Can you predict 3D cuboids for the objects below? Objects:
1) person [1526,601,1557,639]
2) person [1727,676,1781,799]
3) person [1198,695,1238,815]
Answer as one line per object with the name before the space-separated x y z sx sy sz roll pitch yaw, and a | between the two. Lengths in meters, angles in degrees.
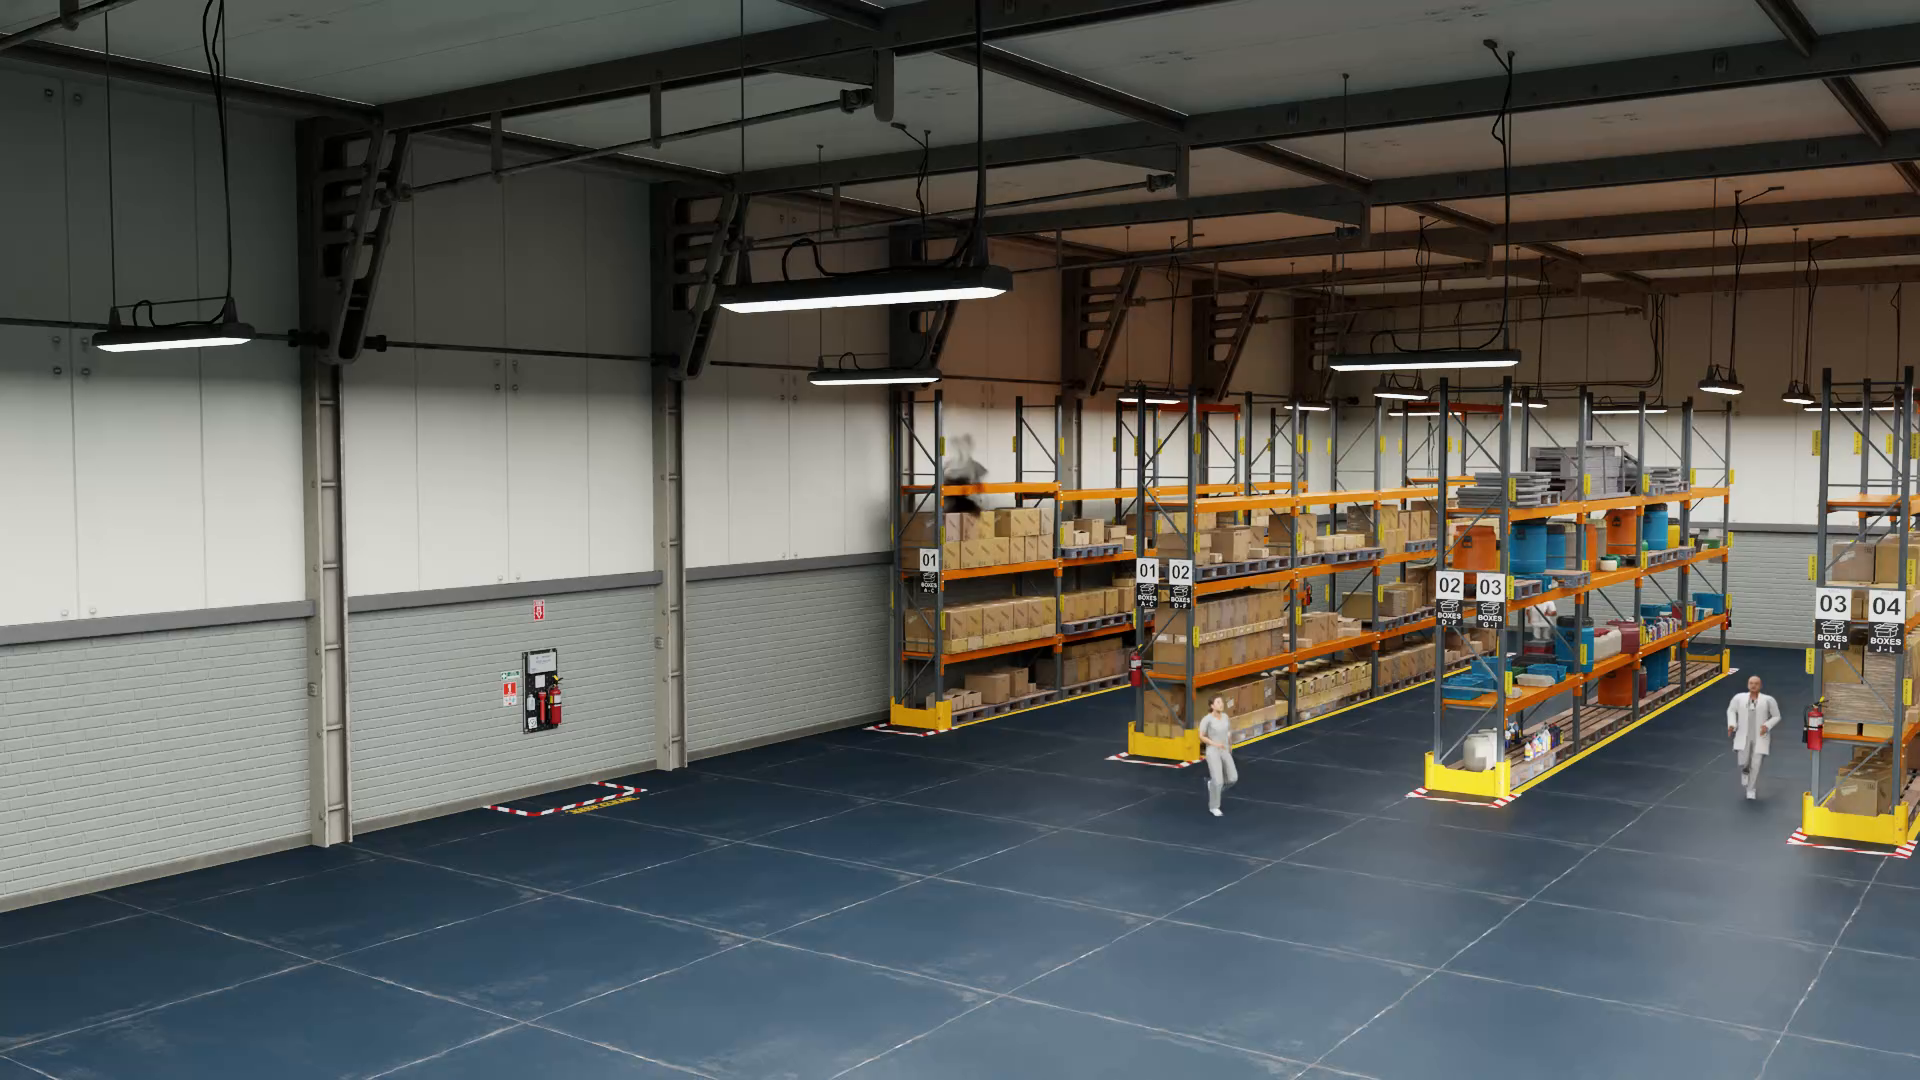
person | 13.276 1.993 38.026 0.694 1.828 0.748 2 4 25
person | 11.311 2.806 23.728 0.714 1.733 0.634 2 4 31
person | 3.504 2.916 22.605 0.601 1.637 0.578 -2 4 -29
